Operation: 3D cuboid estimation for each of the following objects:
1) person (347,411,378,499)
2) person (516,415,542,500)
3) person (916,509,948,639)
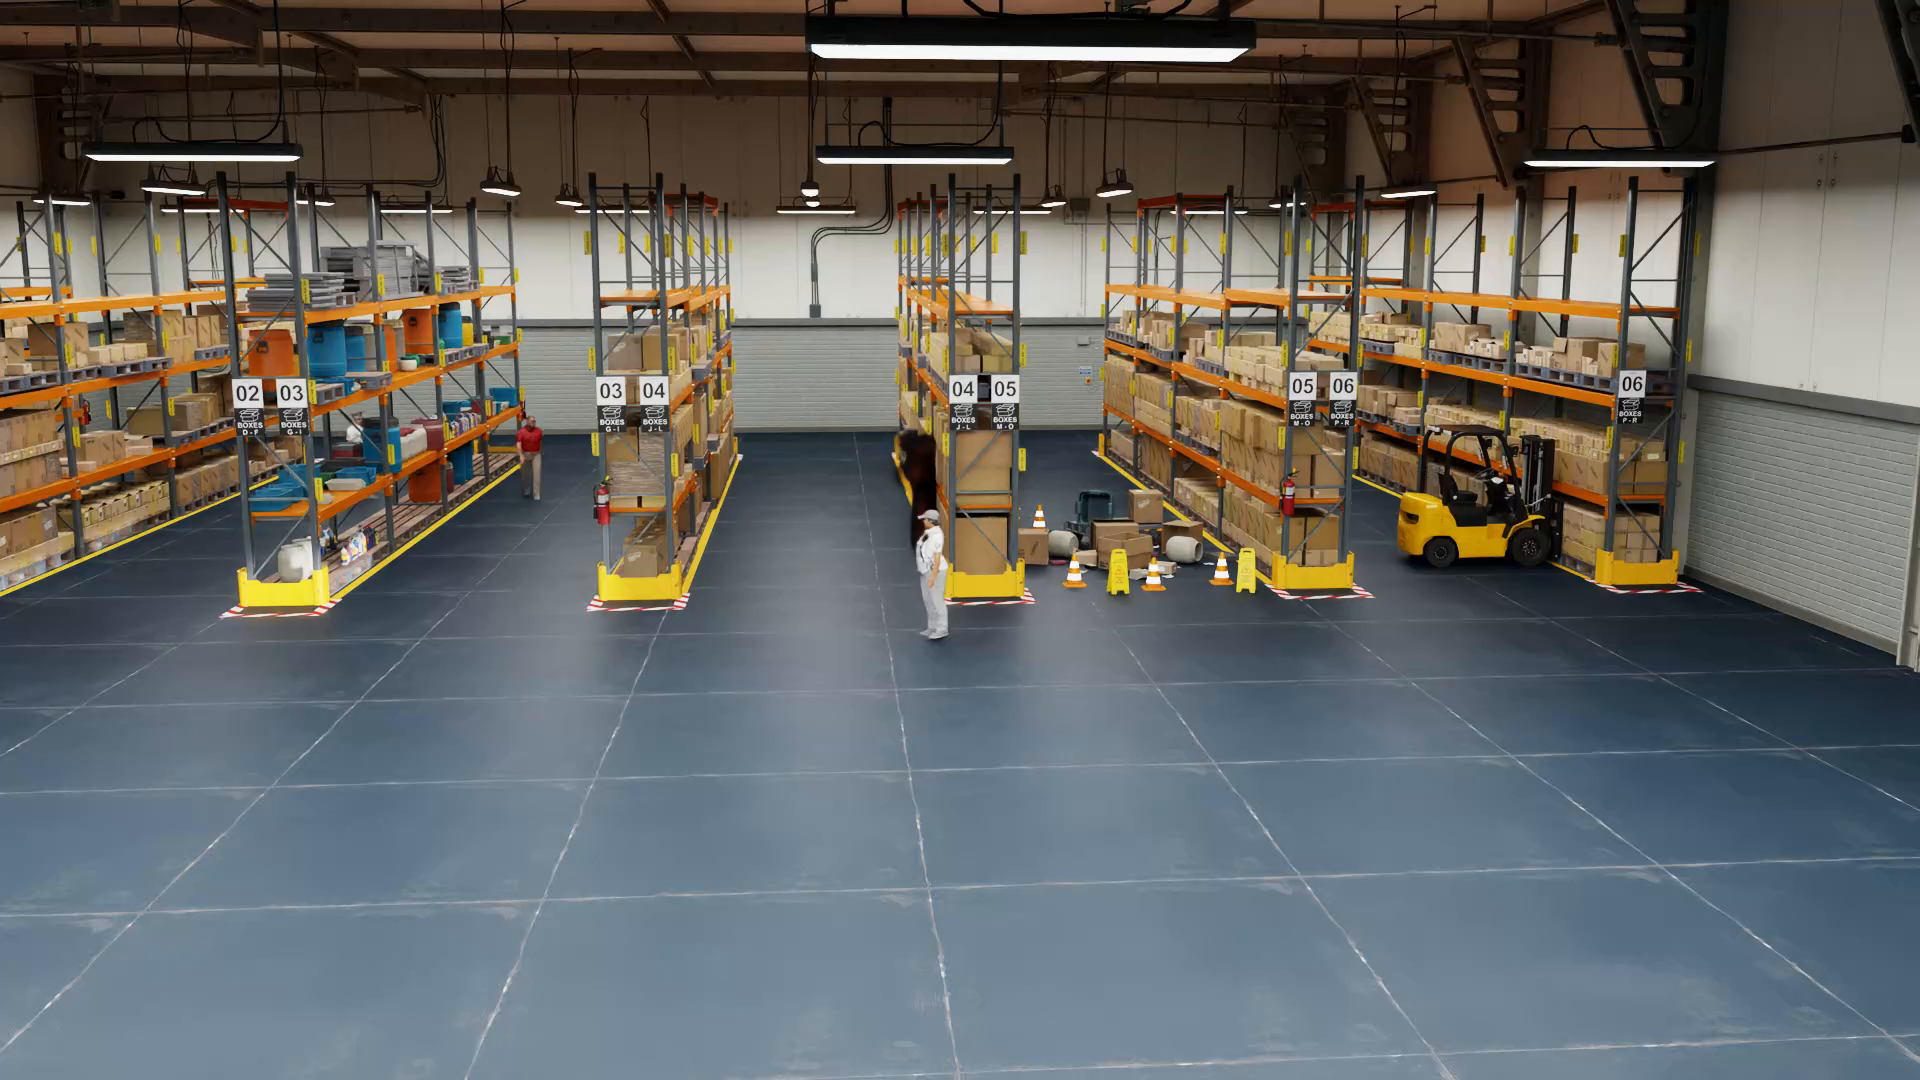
[{"bbox_3d":[-11.955,-1.715,33.363,0.590,1.751,0.565,0,10,2],"label":"person"},{"bbox_3d":[-8.595,-1.659,33.220,0.509,1.674,1.031,-2,10,-12],"label":"person"},{"bbox_3d":[-0.375,0.445,21.471,0.400,1.697,0.526,-4,11,-20],"label":"person"}]
